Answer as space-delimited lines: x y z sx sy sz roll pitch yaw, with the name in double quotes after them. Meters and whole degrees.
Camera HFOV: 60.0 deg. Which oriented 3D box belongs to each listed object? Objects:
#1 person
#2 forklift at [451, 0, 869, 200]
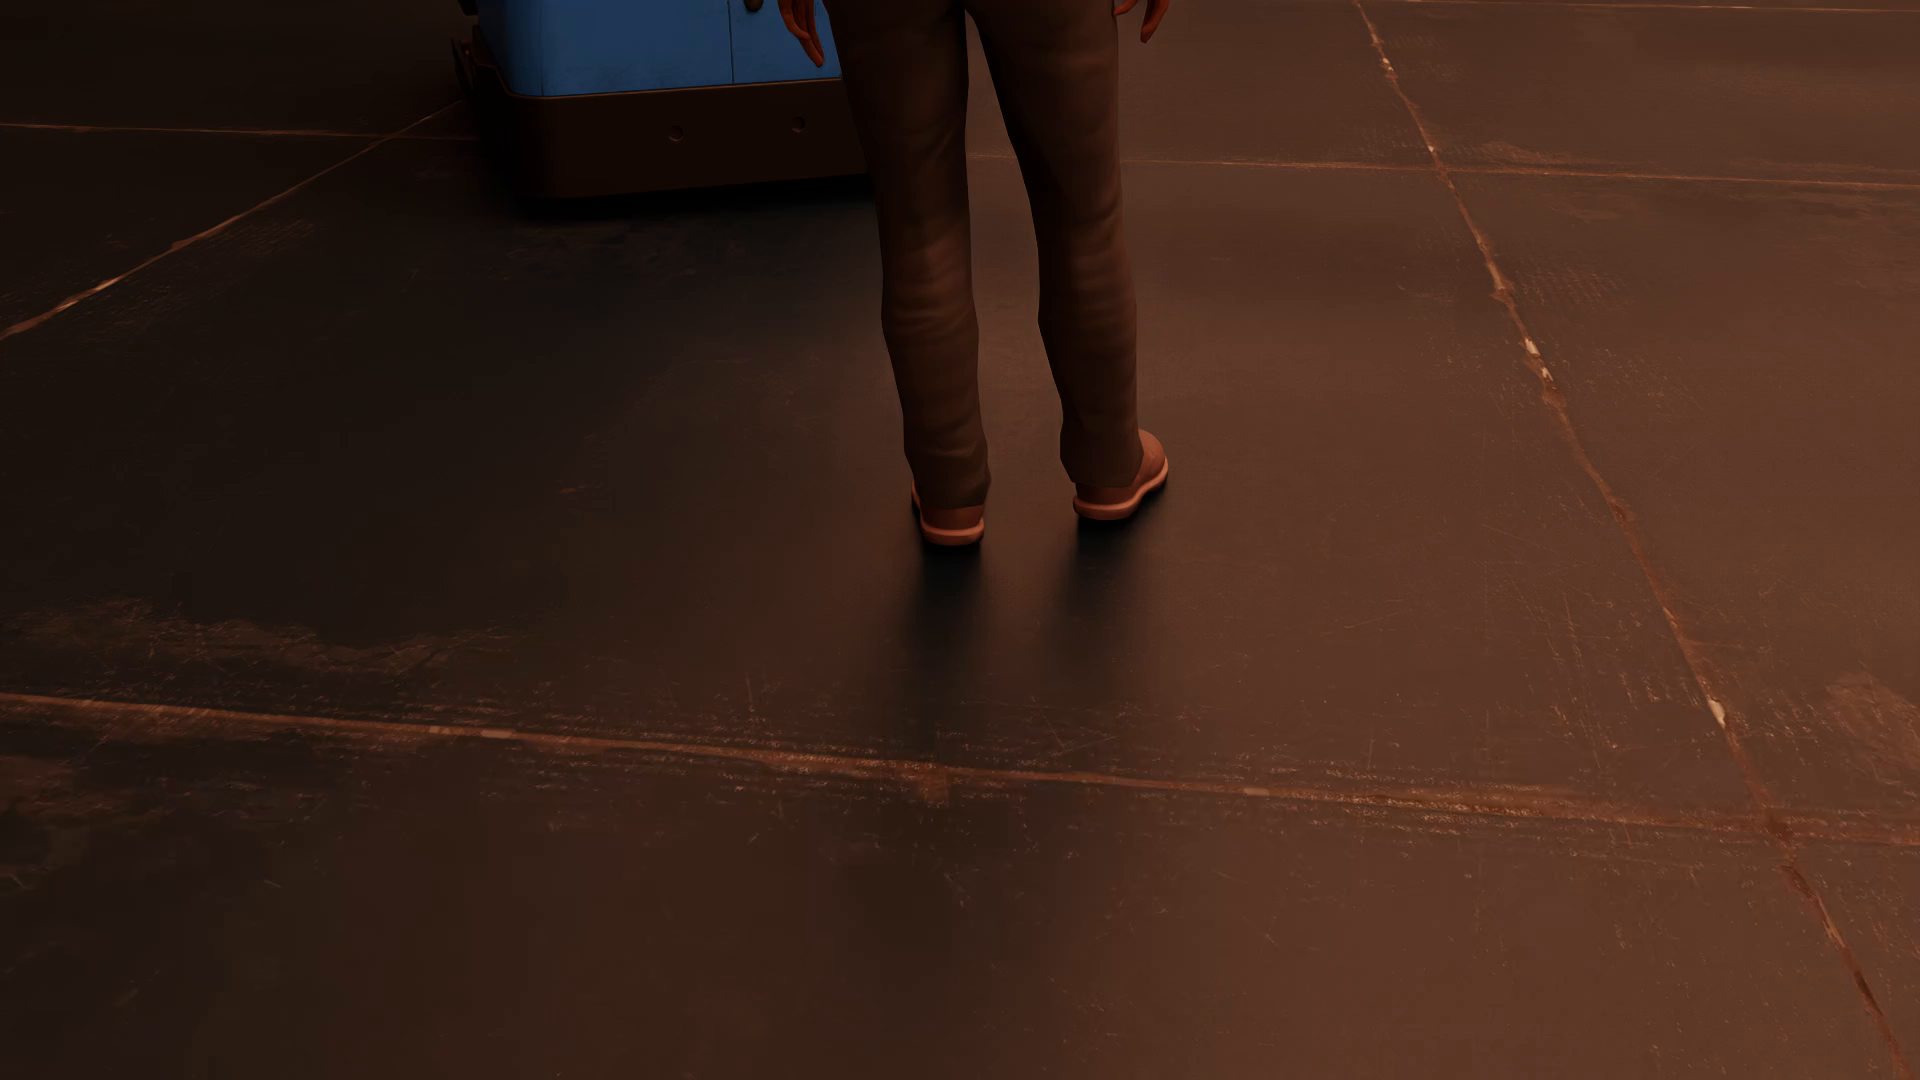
0.031 -0.784 2.203 0.570 1.654 0.504 3 27 7 "person"
-1.032 -2.760 4.750 1.130 2.935 3.031 -9 28 -17 "forklift"
